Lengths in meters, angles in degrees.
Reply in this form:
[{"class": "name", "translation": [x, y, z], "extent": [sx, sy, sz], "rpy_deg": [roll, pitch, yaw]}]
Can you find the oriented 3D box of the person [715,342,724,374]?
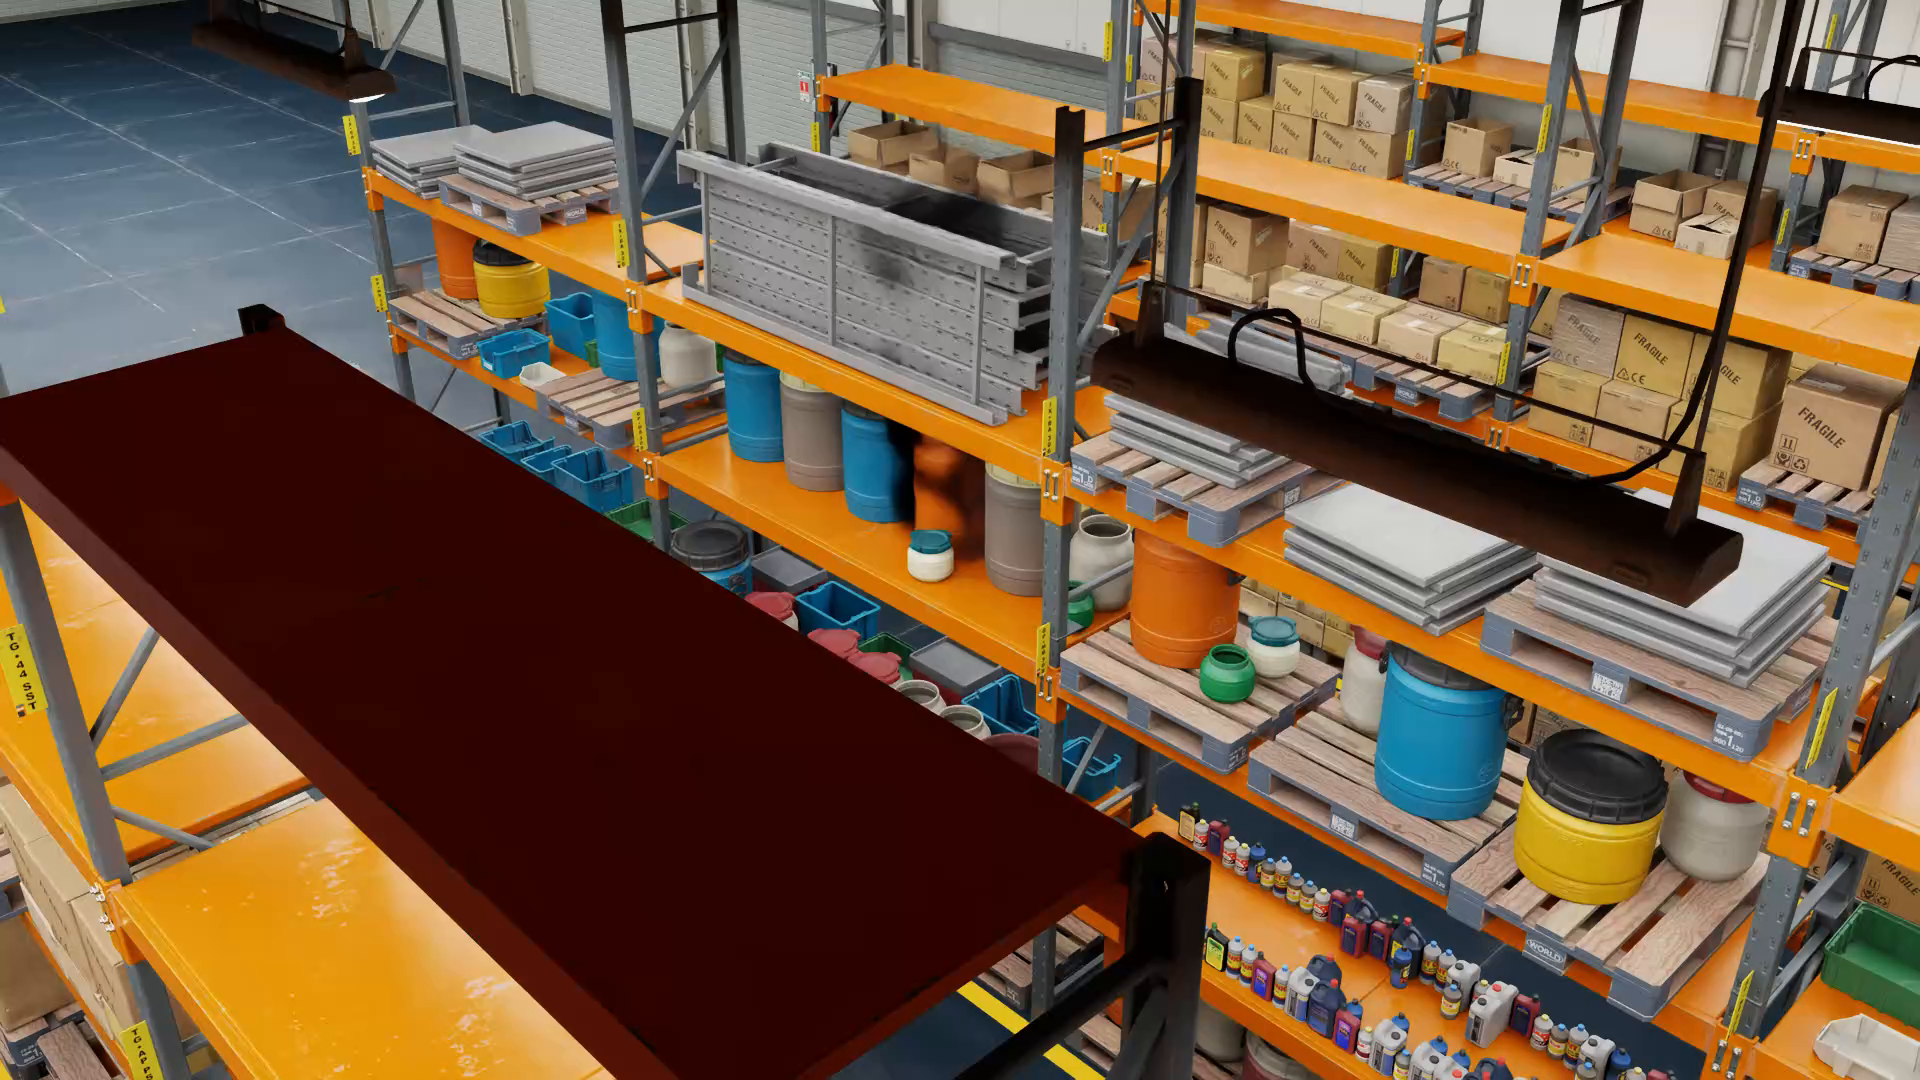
[{"class": "person", "translation": [-2.732, -2.545, 19.780], "extent": [0.665, 1.760, 0.697], "rpy_deg": [-2, 28, -4]}]
